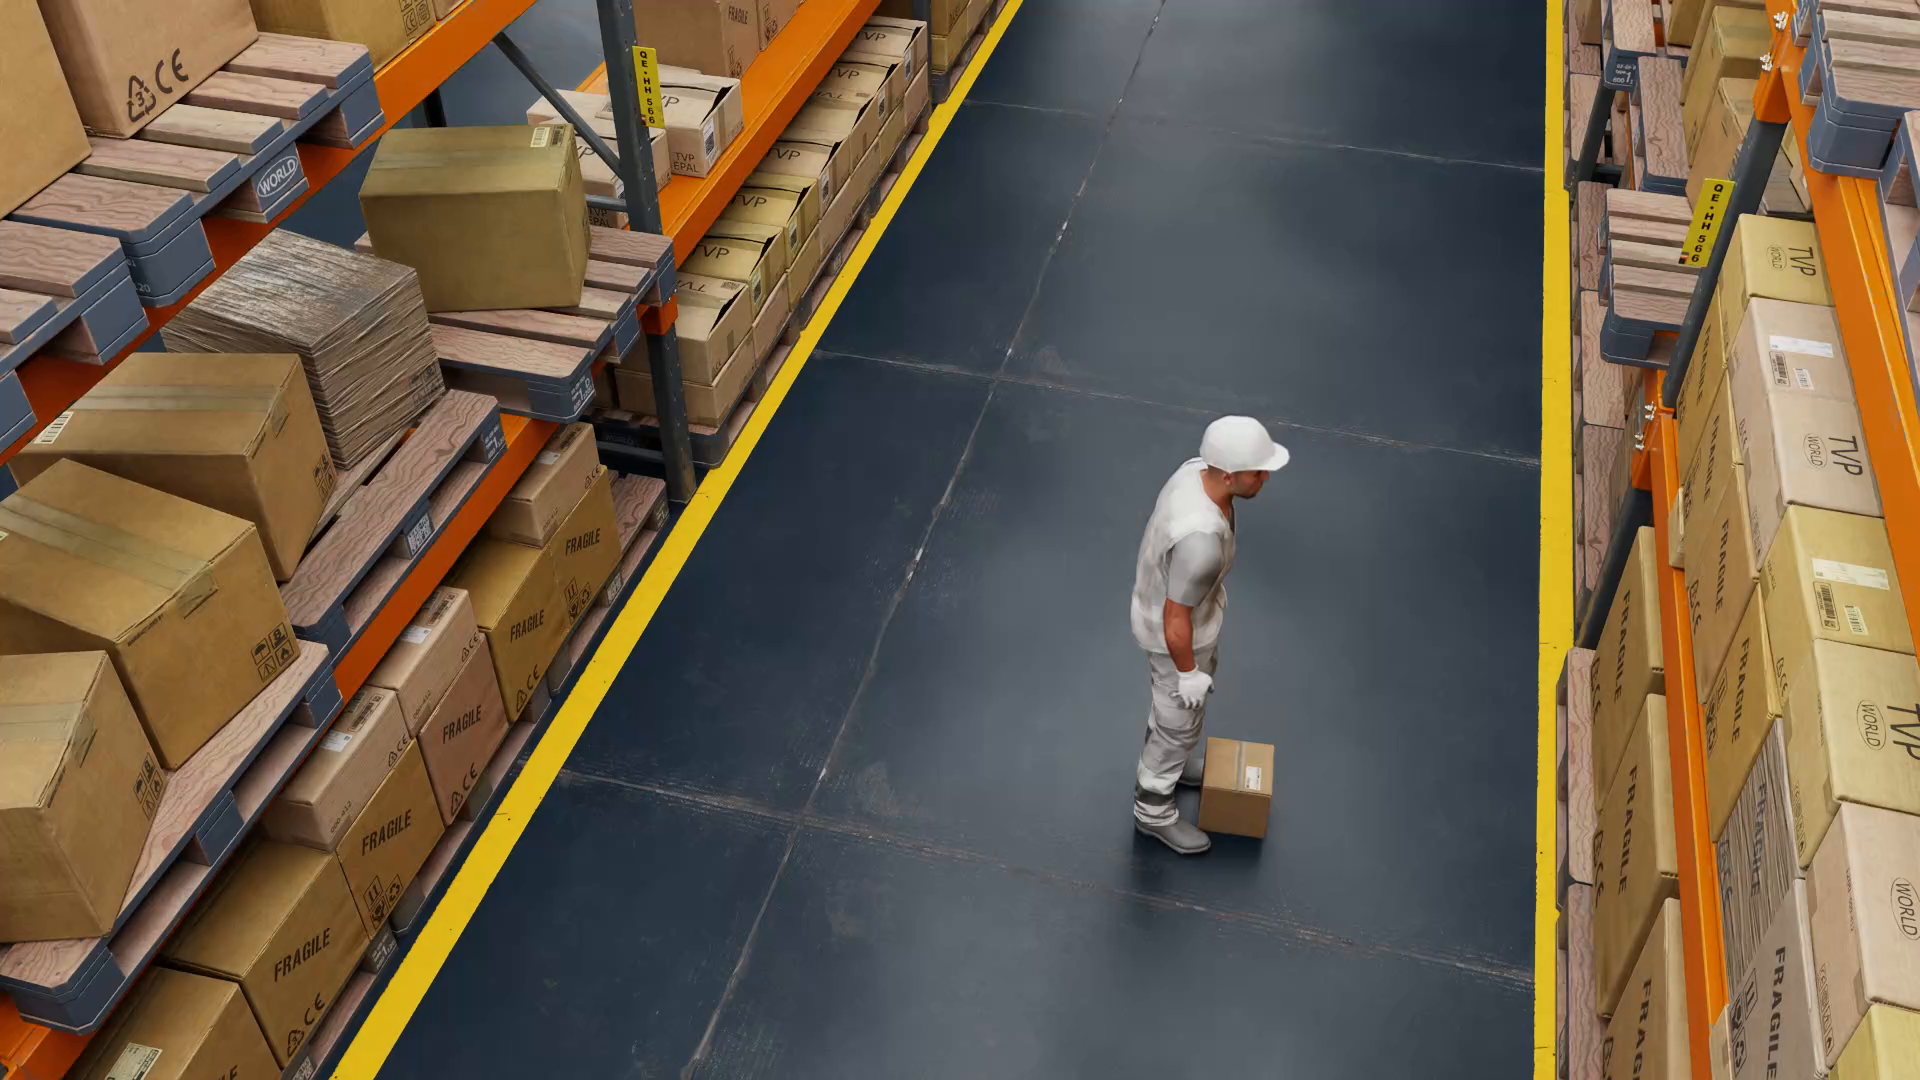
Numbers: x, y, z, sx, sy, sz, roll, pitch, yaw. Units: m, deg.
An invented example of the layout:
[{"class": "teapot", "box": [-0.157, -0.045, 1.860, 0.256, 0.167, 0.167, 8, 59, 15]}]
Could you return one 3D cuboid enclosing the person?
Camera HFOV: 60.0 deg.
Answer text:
[{"class": "person", "box": [0.819, 0.306, 5.790, 0.453, 1.779, 0.621, 9, 41, 10]}]
